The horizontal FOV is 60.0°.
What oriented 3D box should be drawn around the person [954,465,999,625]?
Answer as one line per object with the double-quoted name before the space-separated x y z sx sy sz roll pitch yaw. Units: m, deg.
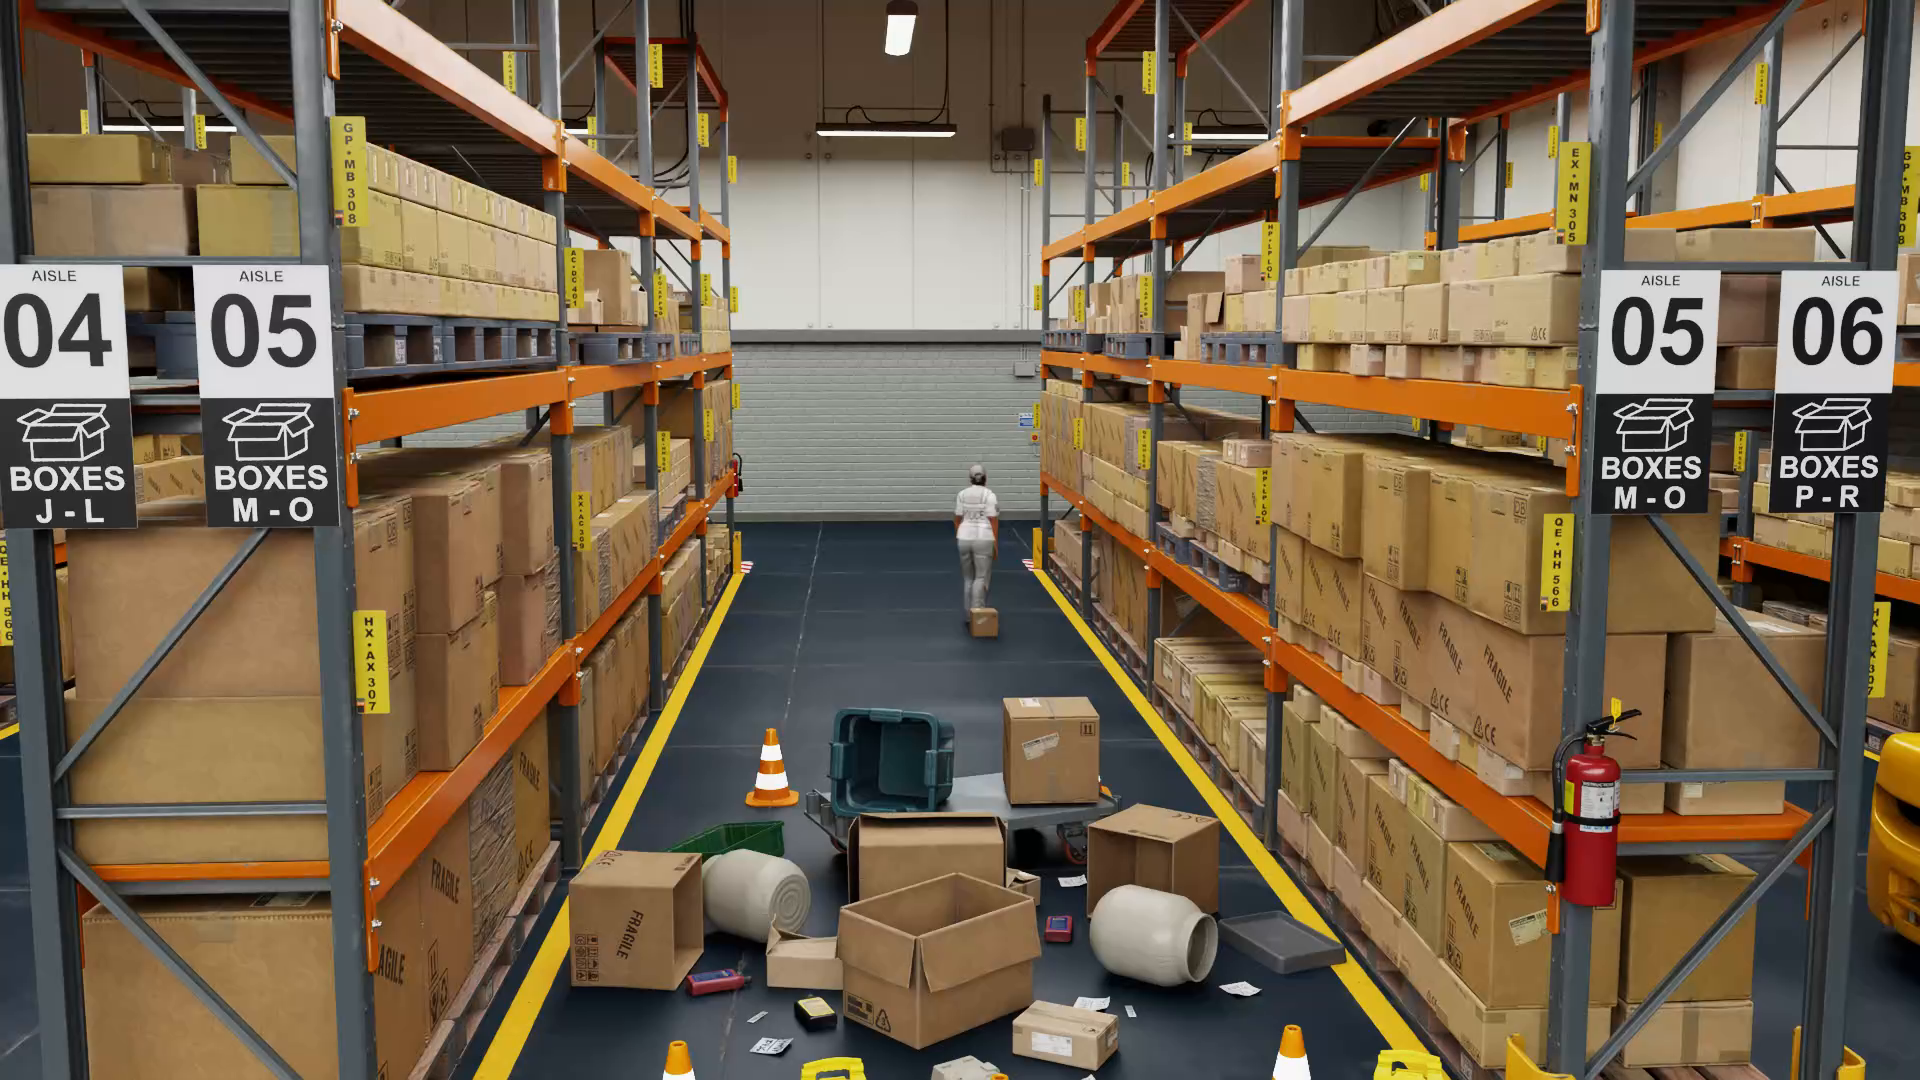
"person" 0.192 0.055 17.262 0.522 1.664 0.538 5 8 33
